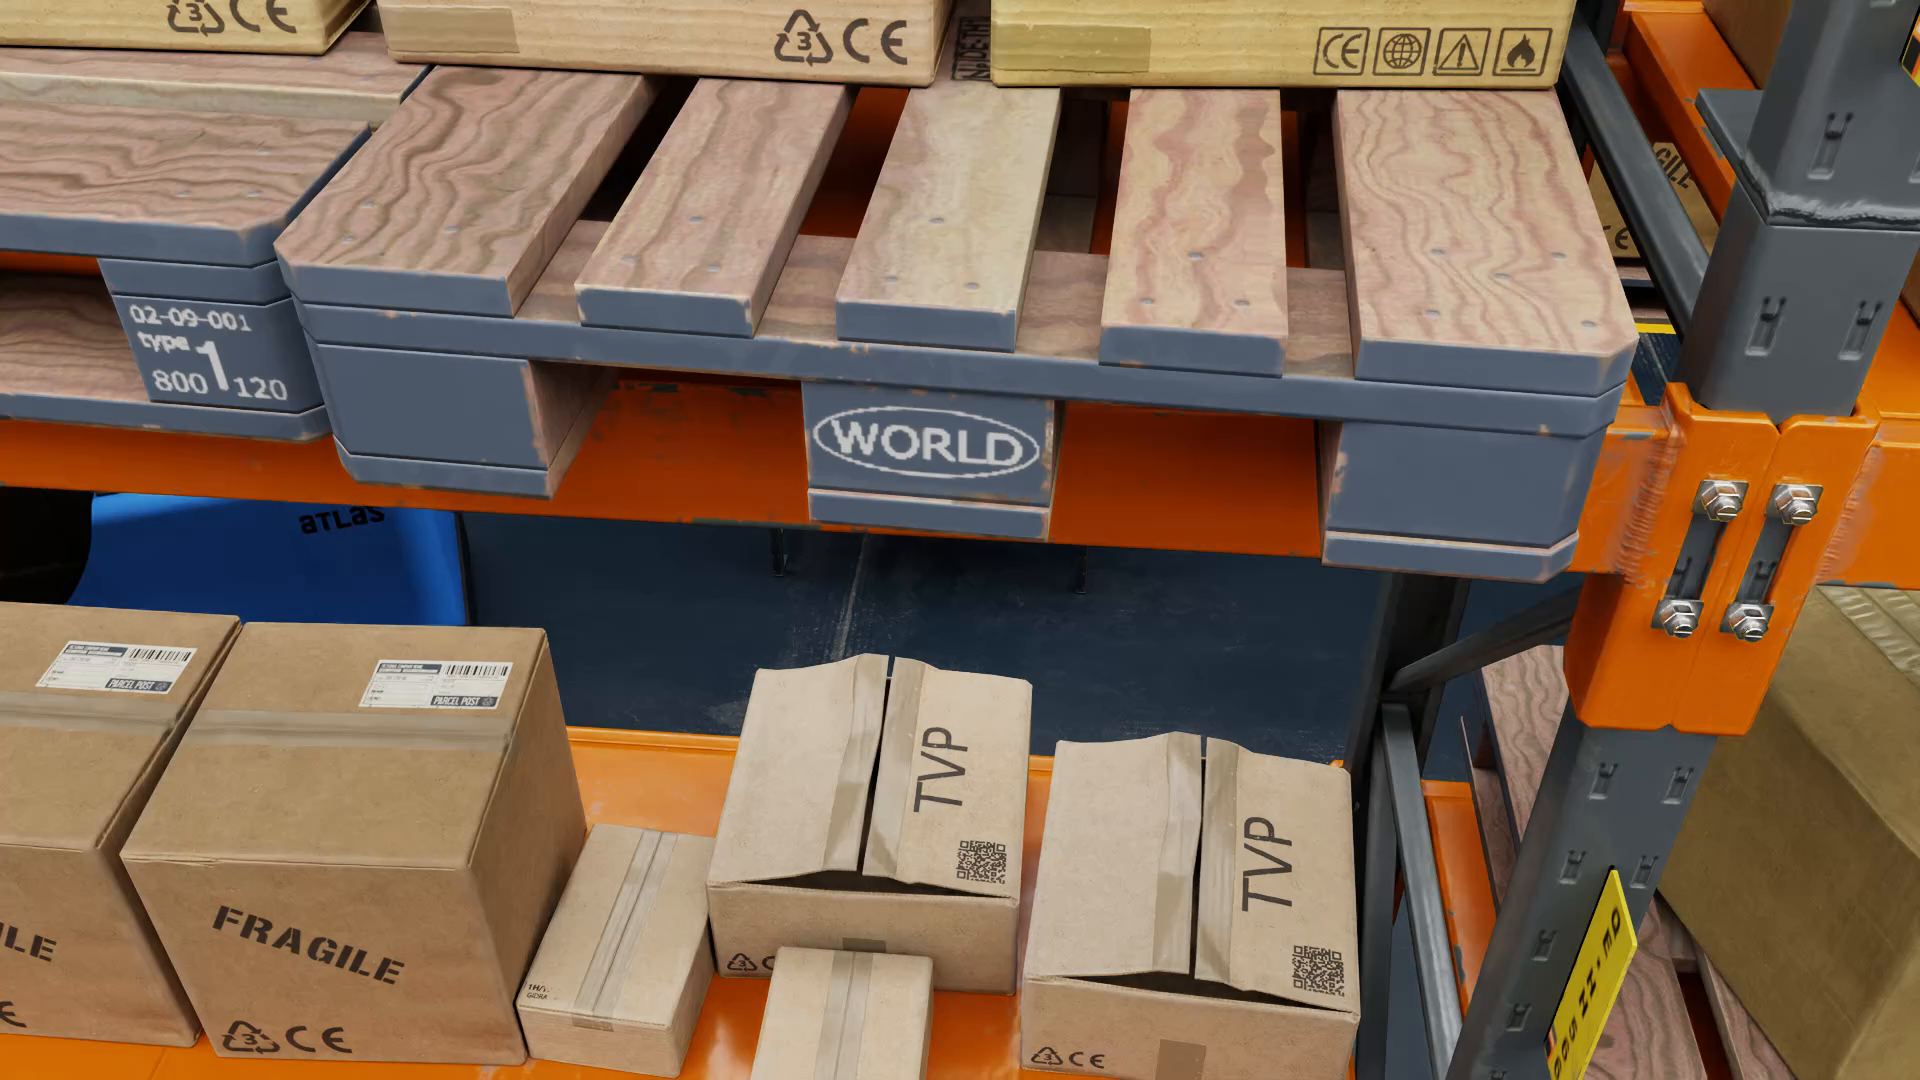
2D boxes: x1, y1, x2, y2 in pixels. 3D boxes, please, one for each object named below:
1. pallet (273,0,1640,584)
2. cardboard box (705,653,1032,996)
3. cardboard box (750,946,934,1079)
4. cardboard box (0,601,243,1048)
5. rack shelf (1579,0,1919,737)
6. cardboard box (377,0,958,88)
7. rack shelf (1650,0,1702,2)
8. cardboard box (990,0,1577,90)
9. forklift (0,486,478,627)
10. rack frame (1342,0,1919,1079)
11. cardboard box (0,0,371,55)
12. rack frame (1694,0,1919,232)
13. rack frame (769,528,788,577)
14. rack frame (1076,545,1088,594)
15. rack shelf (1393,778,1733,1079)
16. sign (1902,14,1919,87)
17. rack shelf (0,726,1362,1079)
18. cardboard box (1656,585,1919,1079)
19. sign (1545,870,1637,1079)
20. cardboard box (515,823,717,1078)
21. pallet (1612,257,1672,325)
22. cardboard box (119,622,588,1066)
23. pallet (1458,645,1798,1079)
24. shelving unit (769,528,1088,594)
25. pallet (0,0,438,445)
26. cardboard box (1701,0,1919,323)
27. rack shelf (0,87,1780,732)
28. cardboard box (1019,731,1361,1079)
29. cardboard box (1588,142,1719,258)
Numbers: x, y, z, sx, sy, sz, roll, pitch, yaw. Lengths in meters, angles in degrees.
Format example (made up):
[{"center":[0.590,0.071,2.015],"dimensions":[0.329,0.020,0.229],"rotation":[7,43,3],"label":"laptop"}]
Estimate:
[{"center":[0.053,-0.464,1.718],"dimensions":[1.003,0.211,1.213],"rotation":[5,39,6],"label":"pallet"},{"center":[-0.138,0.471,2.866],"dimensions":[0.500,0.311,0.500],"rotation":[3,39,3],"label":"cardboard box"},{"center":[-0.183,0.829,2.555],"dimensions":[0.250,0.149,0.380],"rotation":[3,39,4],"label":"cardboard box"},{"center":[-1.461,0.458,2.732],"dimensions":[0.500,0.500,0.500],"rotation":[3,39,4],"label":"cardboard box"},{"center":[2.729,-0.169,1.775],"dimensions":[4.000,0.370,1.077],"rotation":[3,39,4],"label":"rack shelf"},{"center":[-0.244,-0.668,1.605],"dimensions":[0.500,0.250,0.500],"rotation":[4,39,5],"label":"cardboard box"},{"center":[3.153,-2.121,6.550],"dimensions":[4.000,0.370,1.077],"rotation":[3,39,4],"label":"rack shelf"},{"center":[0.280,-0.651,1.583],"dimensions":[0.500,0.250,0.500],"rotation":[0,39,1],"label":"cardboard box"},{"center":[-2.997,-0.554,4.108],"dimensions":[3.031,2.935,1.130],"rotation":[-11,40,-13],"label":"forklift"},{"center":[0.737,0.607,2.629],"dimensions":[0.127,3.000,1.000],"rotation":[3,39,4],"label":"rack frame"},{"center":[-0.813,-0.706,1.652],"dimensions":[0.500,0.250,0.500],"rotation":[2,39,3],"label":"cardboard box"},{"center":[0.737,-1.720,0.735],"dimensions":[0.127,3.000,1.000],"rotation":[3,39,4],"label":"rack frame"},{"center":[-0.591,-0.614,5.316],"dimensions":[0.032,1.500,0.500],"rotation":[3,39,4],"label":"rack frame"},{"center":[0.421,-0.559,5.248],"dimensions":[0.032,1.500,0.500],"rotation":[3,39,4],"label":"rack frame"},{"center":[2.729,0.994,2.722],"dimensions":[4.000,0.370,1.077],"rotation":[3,39,4],"label":"rack shelf"},{"center":[0.681,-0.439,1.065],"dimensions":[0.005,0.325,0.100],"rotation":[3,39,4],"label":"sign"},{"center":[-1.256,0.777,2.990],"dimensions":[4.000,0.370,1.077],"rotation":[3,39,4],"label":"rack shelf"},{"center":[1.374,0.368,2.510],"dimensions":[0.500,0.500,0.700],"rotation":[-9,40,-11],"label":"cardboard box"},{"center":[0.692,0.507,1.834],"dimensions":[0.005,0.325,0.100],"rotation":[3,39,4],"label":"sign"},{"center":[-0.539,0.670,2.750],"dimensions":[0.250,0.149,0.380],"rotation":[6,40,7],"label":"cardboard box"},{"center":[3.151,-1.269,7.142],"dimensions":[1.213,0.211,1.003],"rotation":[3,39,4],"label":"pallet"},{"center":[-0.937,0.487,2.697],"dimensions":[0.500,0.500,0.500],"rotation":[1,39,1],"label":"cardboard box"},{"center":[1.418,0.674,2.698],"dimensions":[1.003,0.211,1.213],"rotation":[3,39,4],"label":"pallet"},{"center":[-0.085,-0.586,5.282],"dimensions":[1.048,1.500,0.538],"rotation":[3,39,4],"label":"shelving unit"},{"center":[-1.062,-0.523,1.790],"dimensions":[1.213,0.211,1.003],"rotation":[5,39,6],"label":"pallet"},{"center":[1.174,-0.593,1.647],"dimensions":[0.500,0.500,0.910],"rotation":[3,39,4],"label":"cardboard box"},{"center":[-1.256,-0.387,2.043],"dimensions":[4.000,0.370,1.077],"rotation":[3,39,4],"label":"rack shelf"},{"center":[0.378,0.594,2.715],"dimensions":[0.500,0.311,0.500],"rotation":[5,39,7],"label":"cardboard box"},{"center":[2.754,-1.664,6.788],"dimensions":[0.750,0.750,0.750],"rotation":[3,39,4],"label":"cardboard box"}]
